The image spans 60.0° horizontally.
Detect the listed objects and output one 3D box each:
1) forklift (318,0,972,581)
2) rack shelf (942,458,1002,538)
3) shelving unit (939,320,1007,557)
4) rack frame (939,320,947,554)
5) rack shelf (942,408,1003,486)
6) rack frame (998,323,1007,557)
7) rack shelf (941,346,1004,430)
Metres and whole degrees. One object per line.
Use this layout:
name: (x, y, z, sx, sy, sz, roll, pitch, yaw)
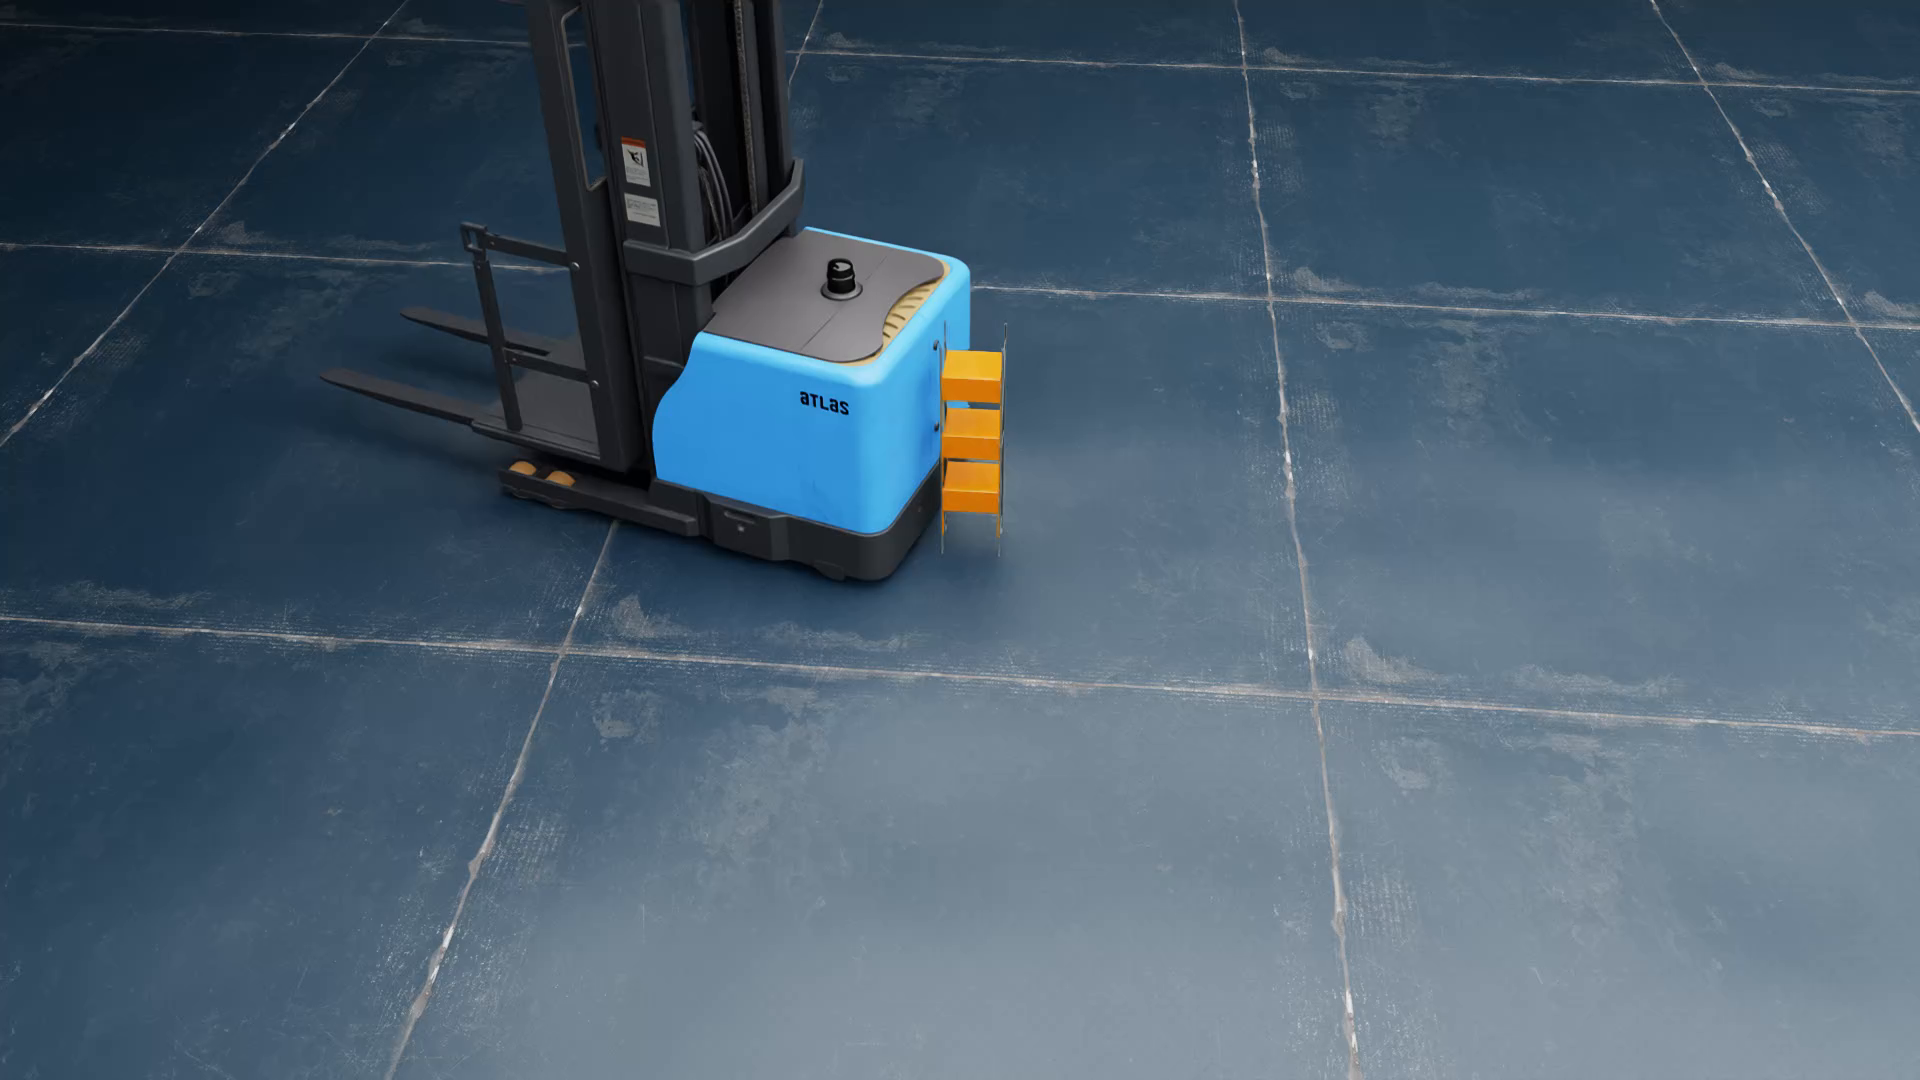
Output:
forklift: (-1.510, -1.566, 6.852, 3.031, 2.935, 1.130, 15, 41, 18)
rack shelf: (0.053, -0.180, 7.097, 0.240, 0.259, 0.215, 3, 39, 4)
shelving unit: (0.053, -0.404, 6.915, 0.252, 1.050, 0.215, 3, 39, 4)
rack frame: (-0.068, -0.411, 6.923, 0.008, 1.050, 0.200, 3, 39, 4)
rack shelf: (0.053, -0.396, 6.922, 0.240, 0.259, 0.215, 3, 39, 4)
rack frame: (0.175, -0.398, 6.907, 0.008, 1.050, 0.200, 3, 39, 4)
rack shelf: (0.053, -0.616, 6.743, 0.240, 0.259, 0.215, 3, 39, 4)
